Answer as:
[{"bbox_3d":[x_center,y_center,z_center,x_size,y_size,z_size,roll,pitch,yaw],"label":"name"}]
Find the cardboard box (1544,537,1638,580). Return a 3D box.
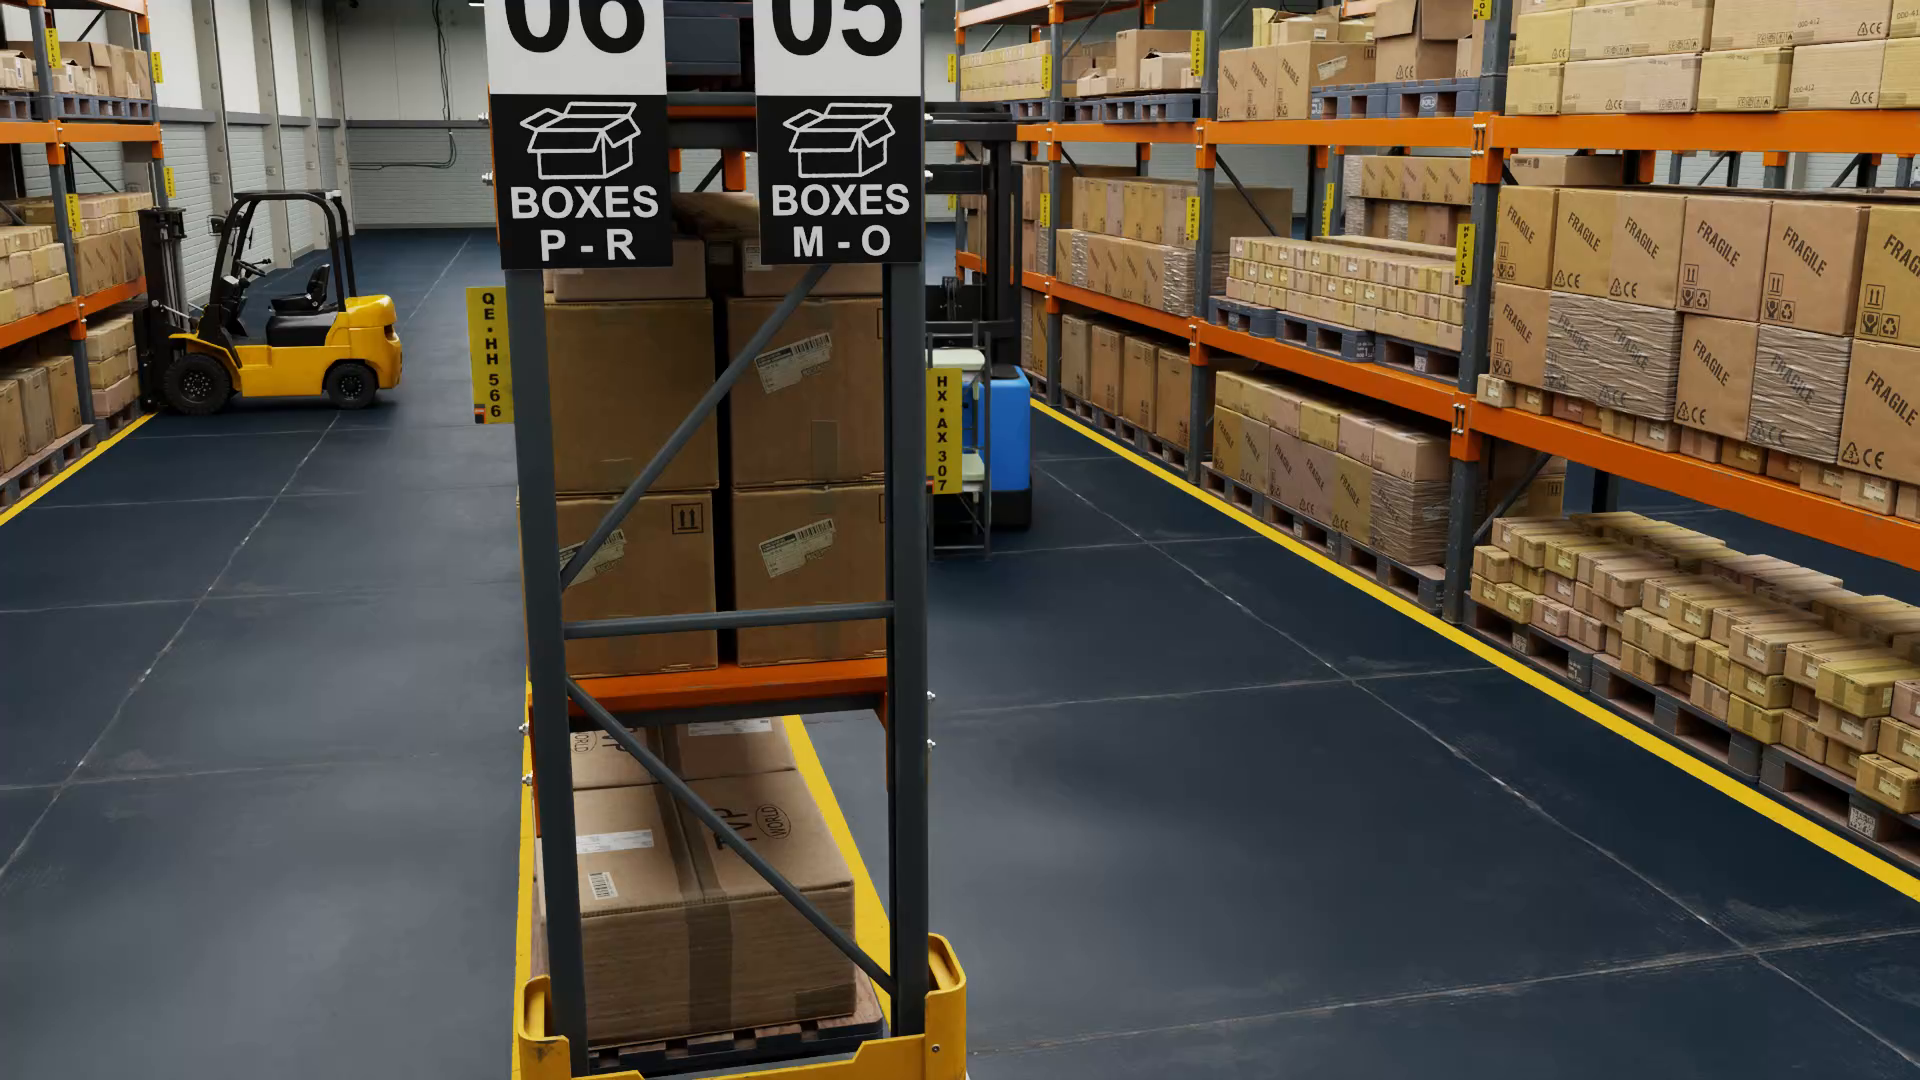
[{"bbox_3d":[3.258,0.094,8.589,0.380,0.149,0.250,-3,14,-14],"label":"cardboard box"}]

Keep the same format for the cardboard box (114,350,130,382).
[{"bbox_3d":[-8.161,-1.636,15.658,0.500,0.250,0.500,-3,14,-13],"label":"cardboard box"}]

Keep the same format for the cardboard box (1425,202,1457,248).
[{"bbox_3d":[5.886,-3.637,19.156,0.875,0.500,0.500,-3,14,-13],"label":"cardboard box"}]

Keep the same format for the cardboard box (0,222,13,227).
[{"bbox_3d":[-8.552,-2.703,14.594,0.380,0.149,0.250,-3,14,-13],"label":"cardboard box"}]

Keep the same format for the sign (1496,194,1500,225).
[{"bbox_3d":[5.704,-3.498,17.601,0.100,0.325,0.005,-3,14,-13],"label":"sign"}]

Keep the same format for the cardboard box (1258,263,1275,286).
[{"bbox_3d":[2.374,-1.914,11.958,0.380,0.149,0.250,-4,14,-15],"label":"cardboard box"}]

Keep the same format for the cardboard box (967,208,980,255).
[{"bbox_3d":[0.577,-3.769,20.218,0.875,0.550,0.550,-3,14,-13],"label":"cardboard box"}]

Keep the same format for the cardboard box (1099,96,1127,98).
[{"bbox_3d":[1.630,-4.547,16.832,0.380,0.149,0.250,-4,14,-14],"label":"cardboard box"}]

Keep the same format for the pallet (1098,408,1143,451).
[{"bbox_3d":[1.929,-1.046,15.264,1.003,0.211,1.213,-3,14,-13],"label":"pallet"}]

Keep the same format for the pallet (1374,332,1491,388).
[{"bbox_3d":[3.226,-1.102,10.023,1.003,0.211,1.213,-3,14,-13],"label":"pallet"}]

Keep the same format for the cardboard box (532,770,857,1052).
[{"bbox_3d":[-0.837,1.105,5.098,0.875,0.438,0.875,-4,14,-15],"label":"cardboard box"}]

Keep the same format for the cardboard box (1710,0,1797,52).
[{"bbox_3d":[3.501,-2.161,6.893,0.500,0.250,0.500,-4,14,-16],"label":"cardboard box"}]

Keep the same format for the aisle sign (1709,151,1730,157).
[{"bbox_3d":[10.377,-5.605,22.569,0.394,0.787,0.004,-3,14,-13],"label":"aisle sign"}]

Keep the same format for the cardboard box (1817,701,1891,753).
[{"bbox_3d":[3.678,0.723,6.645,0.380,0.149,0.250,-4,14,-15],"label":"cardboard box"}]

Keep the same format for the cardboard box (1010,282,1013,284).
[{"bbox_3d":[0.878,-2.596,19.323,0.875,0.875,0.875,-4,14,-14],"label":"cardboard box"}]

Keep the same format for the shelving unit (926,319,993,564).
[{"bbox_3d":[-0.042,-0.667,10.999,0.431,1.500,0.755,-1,14,-5],"label":"shelving unit"}]

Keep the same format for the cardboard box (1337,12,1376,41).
[{"bbox_3d":[2.807,-3.615,11.760,0.396,0.266,0.258,-3,14,-13],"label":"cardboard box"}]

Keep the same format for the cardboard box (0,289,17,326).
[{"bbox_3d":[-7.515,-1.755,12.605,0.500,0.250,0.500,-3,14,-11],"label":"cardboard box"}]

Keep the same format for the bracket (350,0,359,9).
[{"bbox_3d":[-17.234,-15.238,47.252,0.235,0.232,0.430,-3,14,-13],"label":"bracket"}]

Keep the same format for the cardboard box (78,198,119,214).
[{"bbox_3d":[-8.512,-3.286,16.354,0.380,0.149,0.250,-3,14,-12],"label":"cardboard box"}]

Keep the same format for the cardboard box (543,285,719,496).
[{"bbox_3d":[-0.929,-0.421,4.514,0.500,0.500,0.500,-3,14,-11],"label":"cardboard box"}]

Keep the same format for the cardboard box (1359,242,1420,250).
[{"bbox_3d":[3.070,-2.037,11.837,0.380,0.149,0.250,-3,14,-12],"label":"cardboard box"}]

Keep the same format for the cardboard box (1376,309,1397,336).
[{"bbox_3d":[2.801,-1.349,10.272,0.380,0.149,0.250,-4,14,-16],"label":"cardboard box"}]

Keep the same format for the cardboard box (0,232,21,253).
[{"bbox_3d":[-7.655,-2.342,13.115,0.380,0.149,0.250,-4,14,-15],"label":"cardboard box"}]

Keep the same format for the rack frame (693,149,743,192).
[{"bbox_3d":[-1.524,-0.712,8.020,1.000,3.000,0.127,-3,14,-13],"label":"rack frame"}]

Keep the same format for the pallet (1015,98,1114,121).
[{"bbox_3d":[1.203,-4.460,17.228,1.003,0.211,1.213,-3,14,-13],"label":"pallet"}]

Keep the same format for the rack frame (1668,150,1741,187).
[{"bbox_3d":[10.105,-4.309,22.742,1.000,3.000,0.127,-3,14,-13],"label":"rack frame"}]

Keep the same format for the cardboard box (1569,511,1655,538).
[{"bbox_3d":[3.600,-0.052,9.186,0.380,0.149,0.250,-3,14,-12],"label":"cardboard box"}]

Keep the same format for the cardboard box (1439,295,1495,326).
[{"bbox_3d":[2.978,-1.318,9.520,0.380,0.149,0.250,-3,14,-11],"label":"cardboard box"}]

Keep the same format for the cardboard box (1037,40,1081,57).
[{"bbox_3d":[0.989,-4.898,16.589,0.380,0.149,0.250,-3,14,-14],"label":"cardboard box"}]

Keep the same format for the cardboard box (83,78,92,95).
[{"bbox_3d":[-8.218,-4.165,15.269,0.380,0.149,0.250,-3,14,-11],"label":"cardboard box"}]

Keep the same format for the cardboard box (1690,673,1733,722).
[{"bbox_3d":[3.503,0.688,7.414,0.380,0.149,0.250,-3,14,-12],"label":"cardboard box"}]

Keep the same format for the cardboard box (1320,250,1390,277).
[{"bbox_3d":[2.610,-1.826,10.974,0.380,0.149,0.250,-3,14,-14],"label":"cardboard box"}]

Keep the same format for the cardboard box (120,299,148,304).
[{"bbox_3d":[-8.755,-2.468,18.009,0.500,0.250,0.500,-3,14,-11],"label":"cardboard box"}]

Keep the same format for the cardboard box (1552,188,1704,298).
[{"bbox_3d":[3.269,-1.453,8.111,0.500,0.500,0.500,-4,14,-15],"label":"cardboard box"}]

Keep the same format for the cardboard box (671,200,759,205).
[{"bbox_3d":[-0.966,-1.270,6.620,0.380,0.149,0.250,-3,14,-14],"label":"cardboard box"}]

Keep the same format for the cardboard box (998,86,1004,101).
[{"bbox_3d":[0.629,-4.862,18.123,0.380,0.149,0.250,-3,14,-13],"label":"cardboard box"}]

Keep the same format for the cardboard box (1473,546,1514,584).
[{"bbox_3d":[3.038,0.127,9.083,0.380,0.149,0.250,-3,14,-11],"label":"cardboard box"}]

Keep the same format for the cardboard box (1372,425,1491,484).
[{"bbox_3d":[2.843,-0.523,10.048,0.500,0.250,0.500,-4,14,-15],"label":"cardboard box"}]

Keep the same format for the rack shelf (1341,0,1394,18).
[{"bbox_3d":[5.760,-6.134,19.097,1.077,0.370,4.000,-3,14,-13],"label":"rack shelf"}]

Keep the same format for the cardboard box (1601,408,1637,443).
[{"bbox_3d":[3.312,-0.566,7.955,0.380,0.149,0.250,-3,14,-12],"label":"cardboard box"}]

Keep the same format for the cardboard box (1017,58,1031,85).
[{"bbox_3d":[0.901,-4.854,17.248,0.500,0.250,0.500,-3,14,-13],"label":"cardboard box"}]

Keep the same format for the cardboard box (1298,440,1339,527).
[{"bbox_3d":[2.609,-0.394,11.103,0.500,0.500,0.500,-4,14,-14],"label":"cardboard box"}]

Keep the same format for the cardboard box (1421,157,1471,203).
[{"bbox_3d":[5.621,-4.108,18.976,0.500,0.500,0.500,-3,14,-13],"label":"cardboard box"}]

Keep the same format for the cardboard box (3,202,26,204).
[{"bbox_3d":[-8.809,-3.020,15.262,0.380,0.149,0.250,-4,14,-14],"label":"cardboard box"}]

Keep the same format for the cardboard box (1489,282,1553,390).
[{"bbox_3d":[3.135,-1.076,8.673,0.500,0.500,0.500,-4,14,-14],"label":"cardboard box"}]

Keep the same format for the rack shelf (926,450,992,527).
[{"bbox_3d":[-0.042,-0.351,11.076,0.431,0.370,0.720,-1,14,-5],"label":"rack shelf"}]

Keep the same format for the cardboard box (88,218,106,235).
[{"bbox_3d":[-8.183,-2.911,15.444,0.380,0.149,0.250,-3,14,-12],"label":"cardboard box"}]

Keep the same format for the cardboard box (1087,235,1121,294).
[{"bbox_3d":[1.481,-2.537,15.280,0.500,0.500,0.500,-3,14,-13],"label":"cardboard box"}]

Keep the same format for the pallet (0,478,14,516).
[{"bbox_3d":[-7.443,-0.195,11.778,1.003,0.211,1.213,-3,14,-13],"label":"pallet"}]

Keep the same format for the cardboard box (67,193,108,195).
[{"bbox_3d":[-9.295,-3.621,17.725,0.380,0.149,0.250,-4,14,-14],"label":"cardboard box"}]

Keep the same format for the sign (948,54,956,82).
[{"bbox_3d":[-0.096,-5.670,19.986,0.100,0.325,0.005,-3,14,-13],"label":"sign"}]

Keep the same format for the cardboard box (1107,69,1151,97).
[{"bbox_3d":[1.706,-4.339,15.769,0.500,0.250,0.500,-3,14,-13],"label":"cardboard box"}]

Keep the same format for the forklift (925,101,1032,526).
[{"bbox_3d":[-0.094,-1.816,12.686,1.130,2.935,3.031,-1,14,-3],"label":"forklift"}]

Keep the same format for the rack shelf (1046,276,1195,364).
[{"bbox_3d":[1.855,-2.046,14.996,1.077,0.370,4.000,-3,14,-13],"label":"rack shelf"}]

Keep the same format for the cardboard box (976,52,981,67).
[{"bbox_3d":[0.391,-5.484,18.988,0.380,0.149,0.250,-3,14,-13],"label":"cardboard box"}]

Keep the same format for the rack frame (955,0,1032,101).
[{"bbox_3d":[0.445,-6.694,19.864,1.000,3.000,0.127,-3,14,-13],"label":"rack frame"}]
